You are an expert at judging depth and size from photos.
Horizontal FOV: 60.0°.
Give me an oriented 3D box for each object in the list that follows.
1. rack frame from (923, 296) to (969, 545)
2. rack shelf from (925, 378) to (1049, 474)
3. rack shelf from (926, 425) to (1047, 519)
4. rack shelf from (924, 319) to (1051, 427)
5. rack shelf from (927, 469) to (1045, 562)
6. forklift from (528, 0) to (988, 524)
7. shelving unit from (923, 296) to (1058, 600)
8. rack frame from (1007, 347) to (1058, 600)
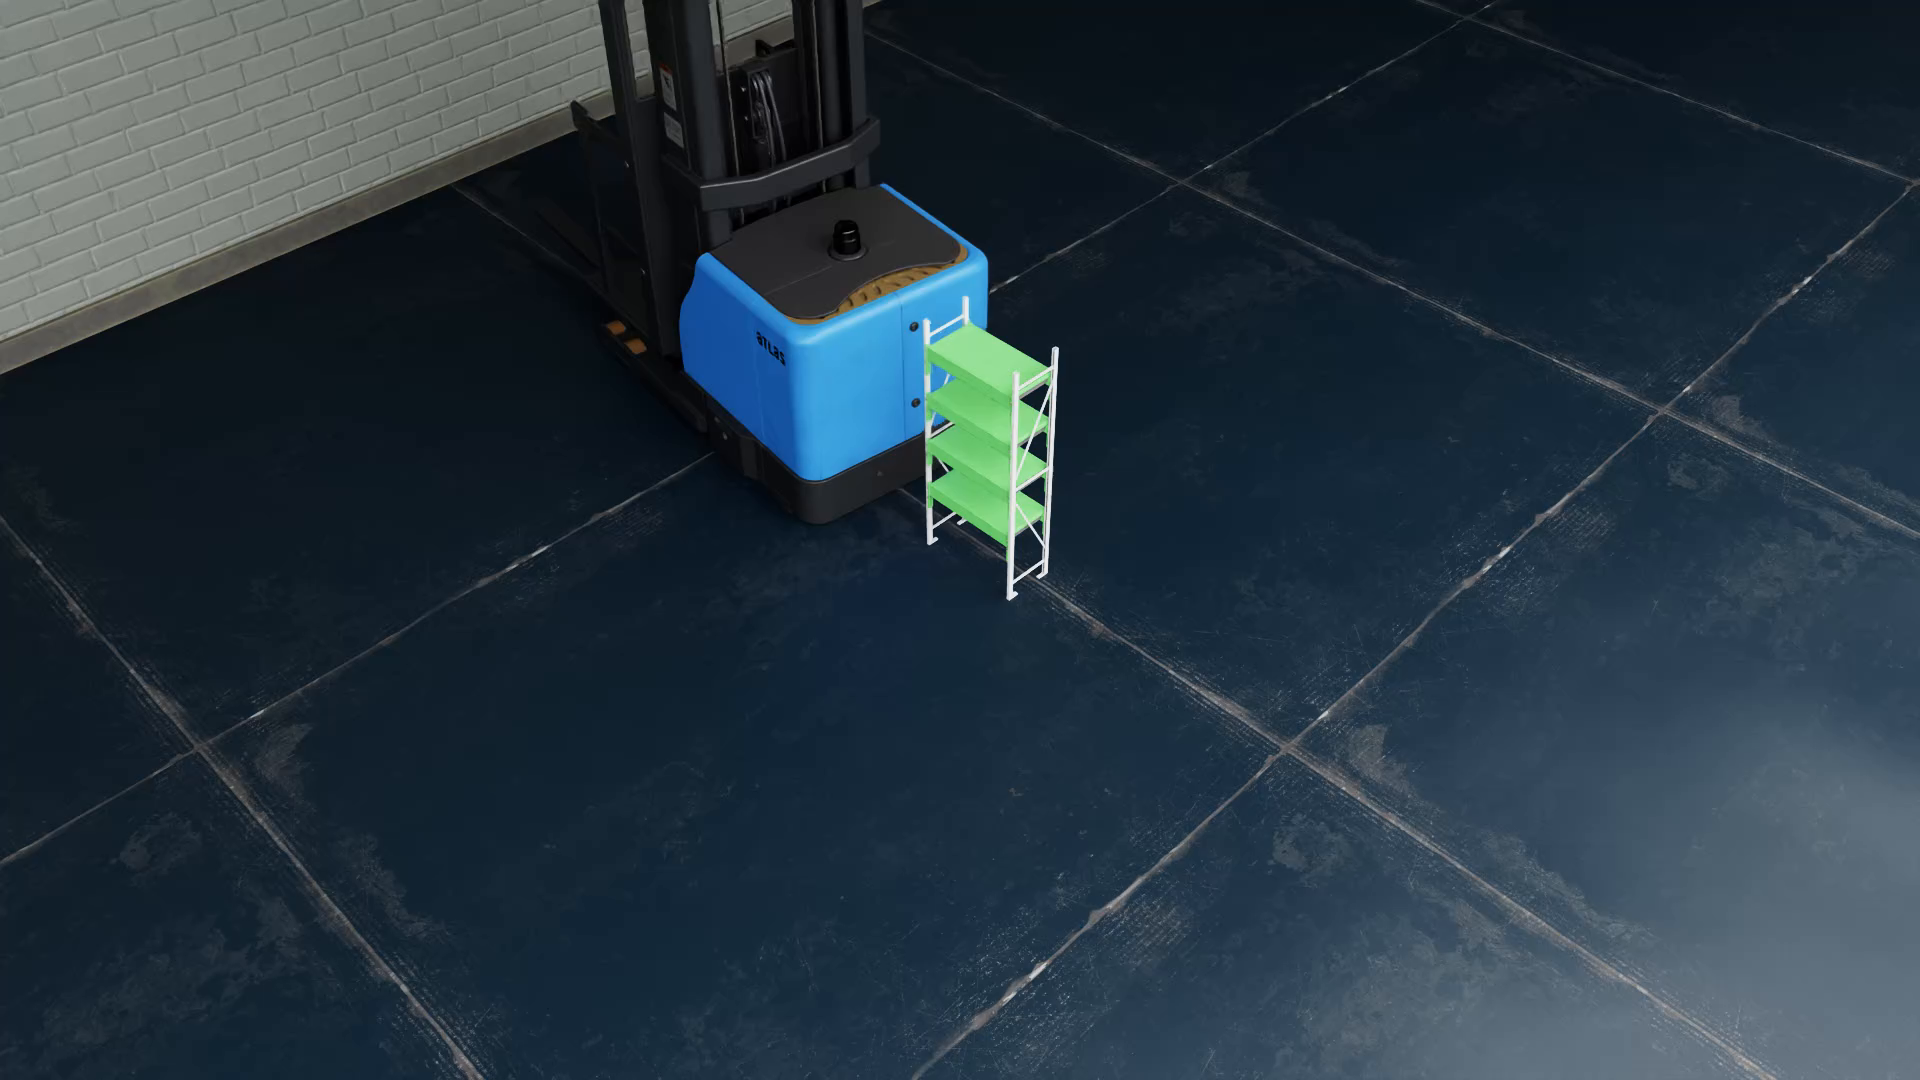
[{"bbox_3d":[-0.055,-0.478,7.001,0.240,1.200,0.015,-34,53,-31],"label":"rack frame"},{"bbox_3d":[0.117,-0.490,6.755,0.258,0.148,0.480,-34,53,-31],"label":"rack shelf"},{"bbox_3d":[0.117,-0.314,6.917,0.258,0.148,0.480,-34,53,-31],"label":"rack shelf"},{"bbox_3d":[0.117,-0.667,6.592,0.258,0.148,0.480,-34,53,-31],"label":"rack shelf"},{"bbox_3d":[0.117,-0.138,7.080,0.258,0.148,0.480,-34,53,-31],"label":"rack shelf"},{"bbox_3d":[-1.161,-2.095,7.475,1.130,2.935,3.031,-28,49,-27],"label":"forklift"},{"bbox_3d":[0.117,-0.361,6.874,0.258,1.200,0.503,-34,53,-31],"label":"shelving unit"},{"bbox_3d":[0.289,-0.244,6.747,0.240,1.200,0.015,-34,53,-31],"label":"rack frame"}]
